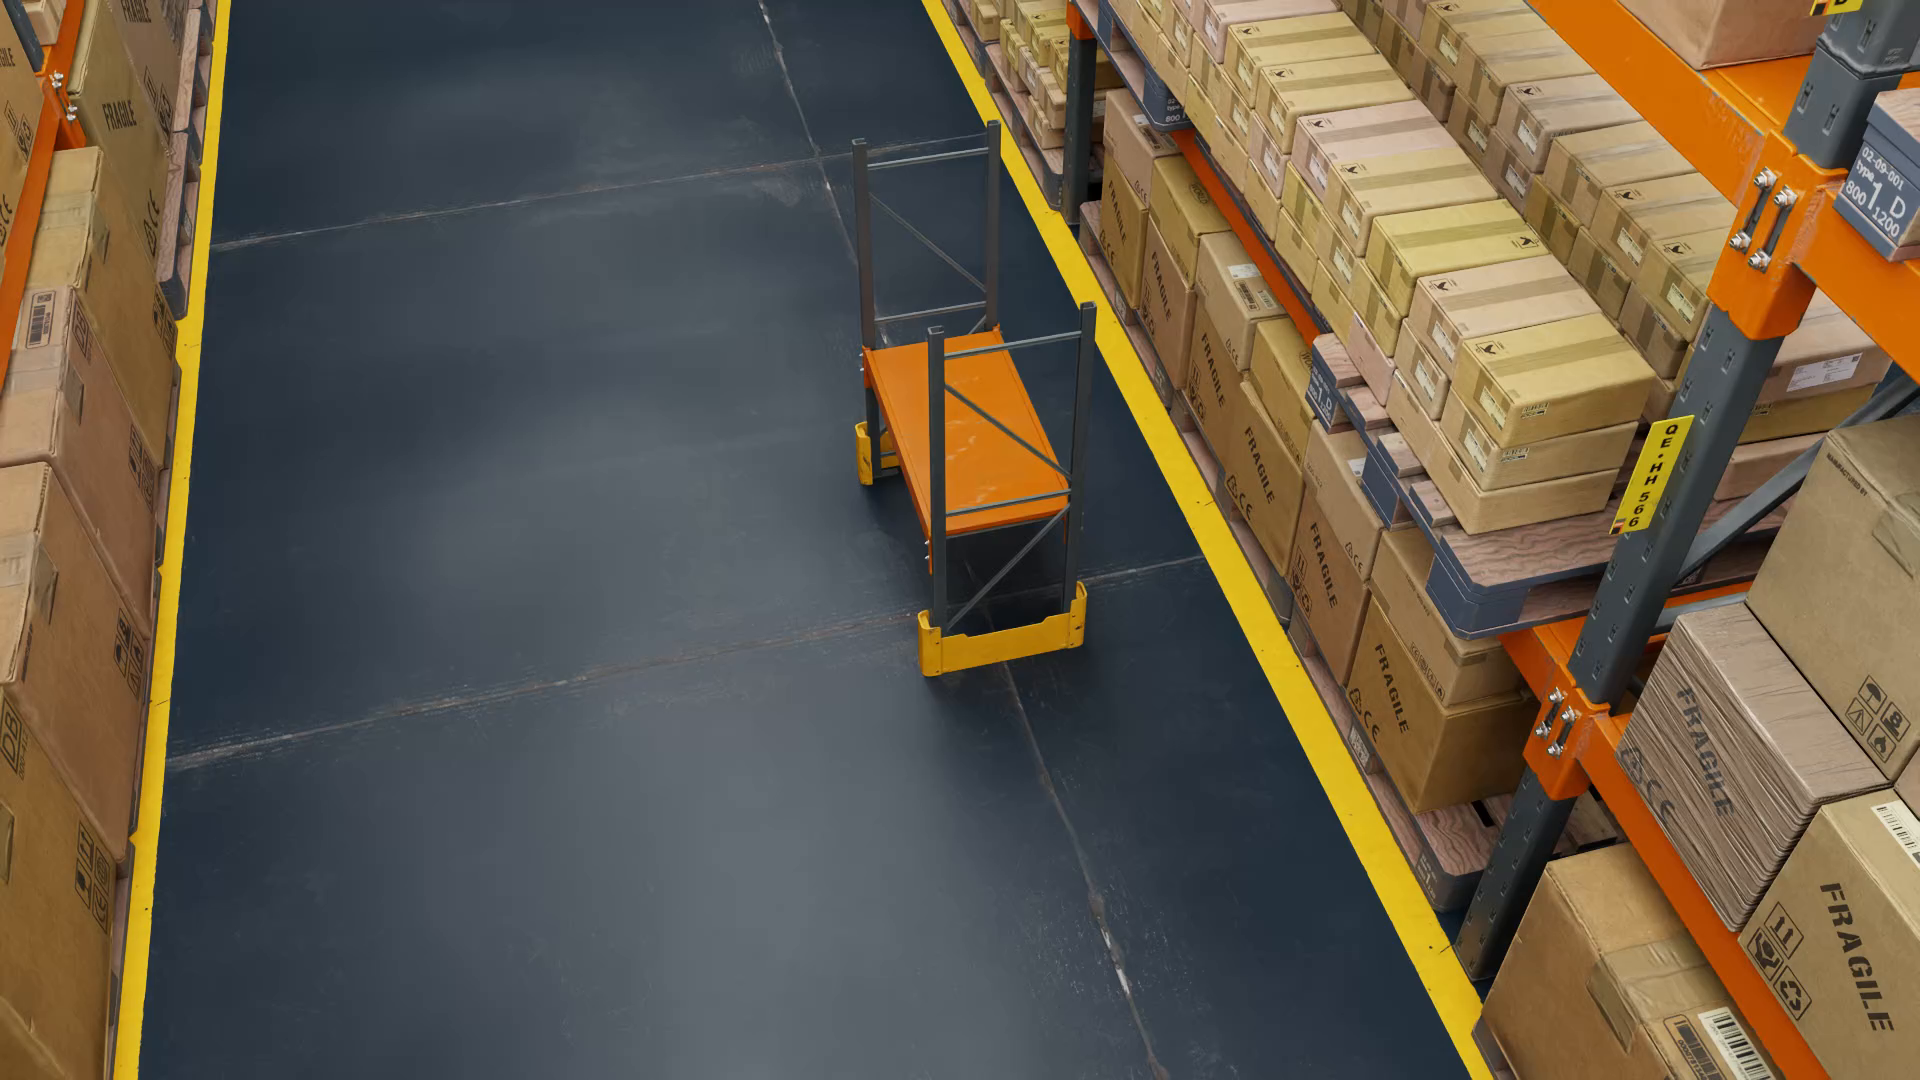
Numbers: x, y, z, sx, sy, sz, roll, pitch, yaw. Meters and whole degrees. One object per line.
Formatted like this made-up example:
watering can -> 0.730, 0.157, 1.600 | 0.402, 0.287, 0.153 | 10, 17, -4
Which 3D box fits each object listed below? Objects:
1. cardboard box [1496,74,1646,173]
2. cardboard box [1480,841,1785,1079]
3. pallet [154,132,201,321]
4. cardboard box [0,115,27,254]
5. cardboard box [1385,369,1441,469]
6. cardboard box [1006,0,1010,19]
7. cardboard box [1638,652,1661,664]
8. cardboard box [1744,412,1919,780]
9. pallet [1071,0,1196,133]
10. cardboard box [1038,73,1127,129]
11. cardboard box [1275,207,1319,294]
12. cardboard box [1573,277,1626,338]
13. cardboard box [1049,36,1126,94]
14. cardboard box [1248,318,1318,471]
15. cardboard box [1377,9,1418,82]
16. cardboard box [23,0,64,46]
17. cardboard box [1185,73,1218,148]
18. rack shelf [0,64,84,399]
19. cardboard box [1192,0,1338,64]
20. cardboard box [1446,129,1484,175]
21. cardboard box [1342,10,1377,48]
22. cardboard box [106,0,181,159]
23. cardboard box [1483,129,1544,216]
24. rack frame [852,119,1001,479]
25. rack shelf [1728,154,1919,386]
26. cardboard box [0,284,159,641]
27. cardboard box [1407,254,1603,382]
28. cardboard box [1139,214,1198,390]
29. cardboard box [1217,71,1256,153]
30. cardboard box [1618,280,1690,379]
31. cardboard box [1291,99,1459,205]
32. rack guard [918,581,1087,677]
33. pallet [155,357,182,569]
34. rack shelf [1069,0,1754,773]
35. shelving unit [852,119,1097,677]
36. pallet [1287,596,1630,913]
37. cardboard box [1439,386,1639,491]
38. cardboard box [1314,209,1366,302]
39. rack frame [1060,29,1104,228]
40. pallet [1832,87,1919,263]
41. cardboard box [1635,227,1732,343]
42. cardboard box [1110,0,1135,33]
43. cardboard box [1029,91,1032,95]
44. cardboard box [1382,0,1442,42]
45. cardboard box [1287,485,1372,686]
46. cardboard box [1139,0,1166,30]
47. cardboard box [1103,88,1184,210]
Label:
cardboard box -> 1.790, -1.209, 4.800 | 0.380, 0.149, 0.250 | -9, 46, -8
cardboard box -> 2.058, 1.215, 4.240 | 1.050, 0.750, 0.750 | -11, 47, -11
pallet -> -3.975, -1.350, 7.425 | 1.003, 0.211, 1.213 | -11, 47, -10
cardboard box -> -3.352, -1.206, 5.262 | 0.500, 0.500, 0.500 | -9, 46, -9
cardboard box -> 1.357, -0.350, 4.374 | 0.380, 0.149, 0.250 | -11, 47, -10
cardboard box -> 0.441, -2.594, 8.186 | 0.380, 0.149, 0.250 | -10, 46, -10
cardboard box -> 2.047, 0.083, 5.000 | 0.500, 0.250, 0.500 | -13, 47, -12
cardboard box -> 2.094, 0.065, 3.316 | 0.700, 0.500, 0.500 | -11, 47, -11
pallet -> 1.020, -2.002, 6.247 | 1.003, 0.211, 1.213 | -11, 47, -10
cardboard box -> 0.577, -2.036, 7.639 | 0.380, 0.149, 0.250 | -10, 46, -10
cardboard box -> 1.160, -0.885, 4.899 | 0.380, 0.149, 0.250 | -13, 47, -12
cardboard box -> 1.932, -0.639, 4.657 | 0.380, 0.149, 0.250 | -9, 46, -8
cardboard box -> 0.622, -2.179, 7.571 | 0.380, 0.149, 0.250 | -9, 46, -9
cardboard box -> 1.306, -0.521, 5.592 | 0.500, 0.250, 0.500 | -10, 46, -9
cardboard box -> 1.599, -1.639, 5.430 | 0.380, 0.149, 0.250 | -11, 47, -10
cardboard box -> -3.610, -1.964, 6.250 | 0.380, 0.149, 0.250 | -11, 47, -10
cardboard box -> 0.961, -1.426, 5.429 | 0.380, 0.149, 0.250 | -11, 47, -11
rack shelf -> -3.343, -0.154, 4.805 | 1.077, 0.370, 4.000 | -11, 47, -10
cardboard box -> 0.953, -1.643, 5.225 | 0.380, 0.149, 0.250 | -9, 46, -9
cardboard box -> 1.728, -1.182, 5.190 | 0.380, 0.149, 0.250 | -10, 46, -10
cardboard box -> 1.528, -1.729, 5.726 | 0.380, 0.149, 0.250 | -13, 47, -12
cardboard box -> -4.177, -2.282, 7.580 | 0.875, 0.875, 0.875 | -11, 47, -10
cardboard box -> 1.789, -1.113, 4.914 | 0.380, 0.149, 0.250 | -11, 47, -10
rack frame -> -0.108, -0.817, 6.001 | 0.500, 1.500, 0.032 | -11, 47, -10
rack shelf -> 2.501, 0.720, 1.847 | 1.077, 0.370, 4.000 | -11, 47, -10
cardboard box -> -3.443, -0.135, 5.476 | 1.225, 0.875, 0.875 | -12, 47, -12
cardboard box -> 1.358, -0.558, 4.162 | 0.380, 0.149, 0.250 | -11, 47, -11
cardboard box -> 1.035, -0.972, 6.559 | 0.500, 0.500, 0.500 | -9, 46, -9
cardboard box -> 1.024, -1.352, 5.148 | 0.380, 0.149, 0.250 | -12, 47, -11
cardboard box -> 1.988, -0.583, 4.394 | 0.380, 0.149, 0.250 | -9, 46, -8
cardboard box -> 1.163, -1.090, 4.683 | 0.380, 0.149, 0.250 | -11, 47, -10
rack guard -> 0.147, 0.309, 5.772 | 0.587, 0.250, 0.087 | -11, 47, -10
pallet -> -3.585, -0.292, 6.388 | 1.003, 0.211, 1.213 | -11, 47, -10
rack shelf -> 1.477, -0.991, 5.625 | 1.077, 0.370, 4.000 | -11, 47, -10
shelving unit -> 0.020, -0.472, 5.663 | 0.587, 1.500, 1.083 | -11, 47, -10
pallet -> 1.790, 0.574, 5.540 | 1.003, 0.211, 1.213 | -11, 47, -10
cardboard box -> 1.422, -0.283, 4.101 | 0.380, 0.149, 0.250 | -10, 46, -9
cardboard box -> 1.219, -0.821, 4.628 | 0.380, 0.149, 0.250 | -11, 47, -10
rack frame -> 0.965, -2.624, 6.721 | 1.000, 3.000, 0.127 | -11, 47, -10
pallet -> 2.205, -0.411, 2.585 | 1.213, 0.211, 1.003 | -9, 46, -8
cardboard box -> 1.987, -0.669, 4.271 | 0.380, 0.149, 0.250 | -12, 47, -11
cardboard box -> 0.758, -1.963, 5.956 | 0.380, 0.149, 0.250 | -10, 46, -10
cardboard box -> 0.550, -2.176, 7.984 | 0.380, 0.149, 0.250 | -10, 46, -9
cardboard box -> 1.589, -1.750, 5.330 | 0.380, 0.149, 0.250 | -13, 47, -12
cardboard box -> 1.439, 0.100, 5.508 | 0.500, 0.500, 0.500 | -9, 46, -9
cardboard box -> 0.823, -1.895, 5.680 | 0.380, 0.149, 0.250 | -13, 47, -12
cardboard box -> 0.899, -1.600, 6.649 | 0.500, 0.250, 0.500 | -13, 47, -12
